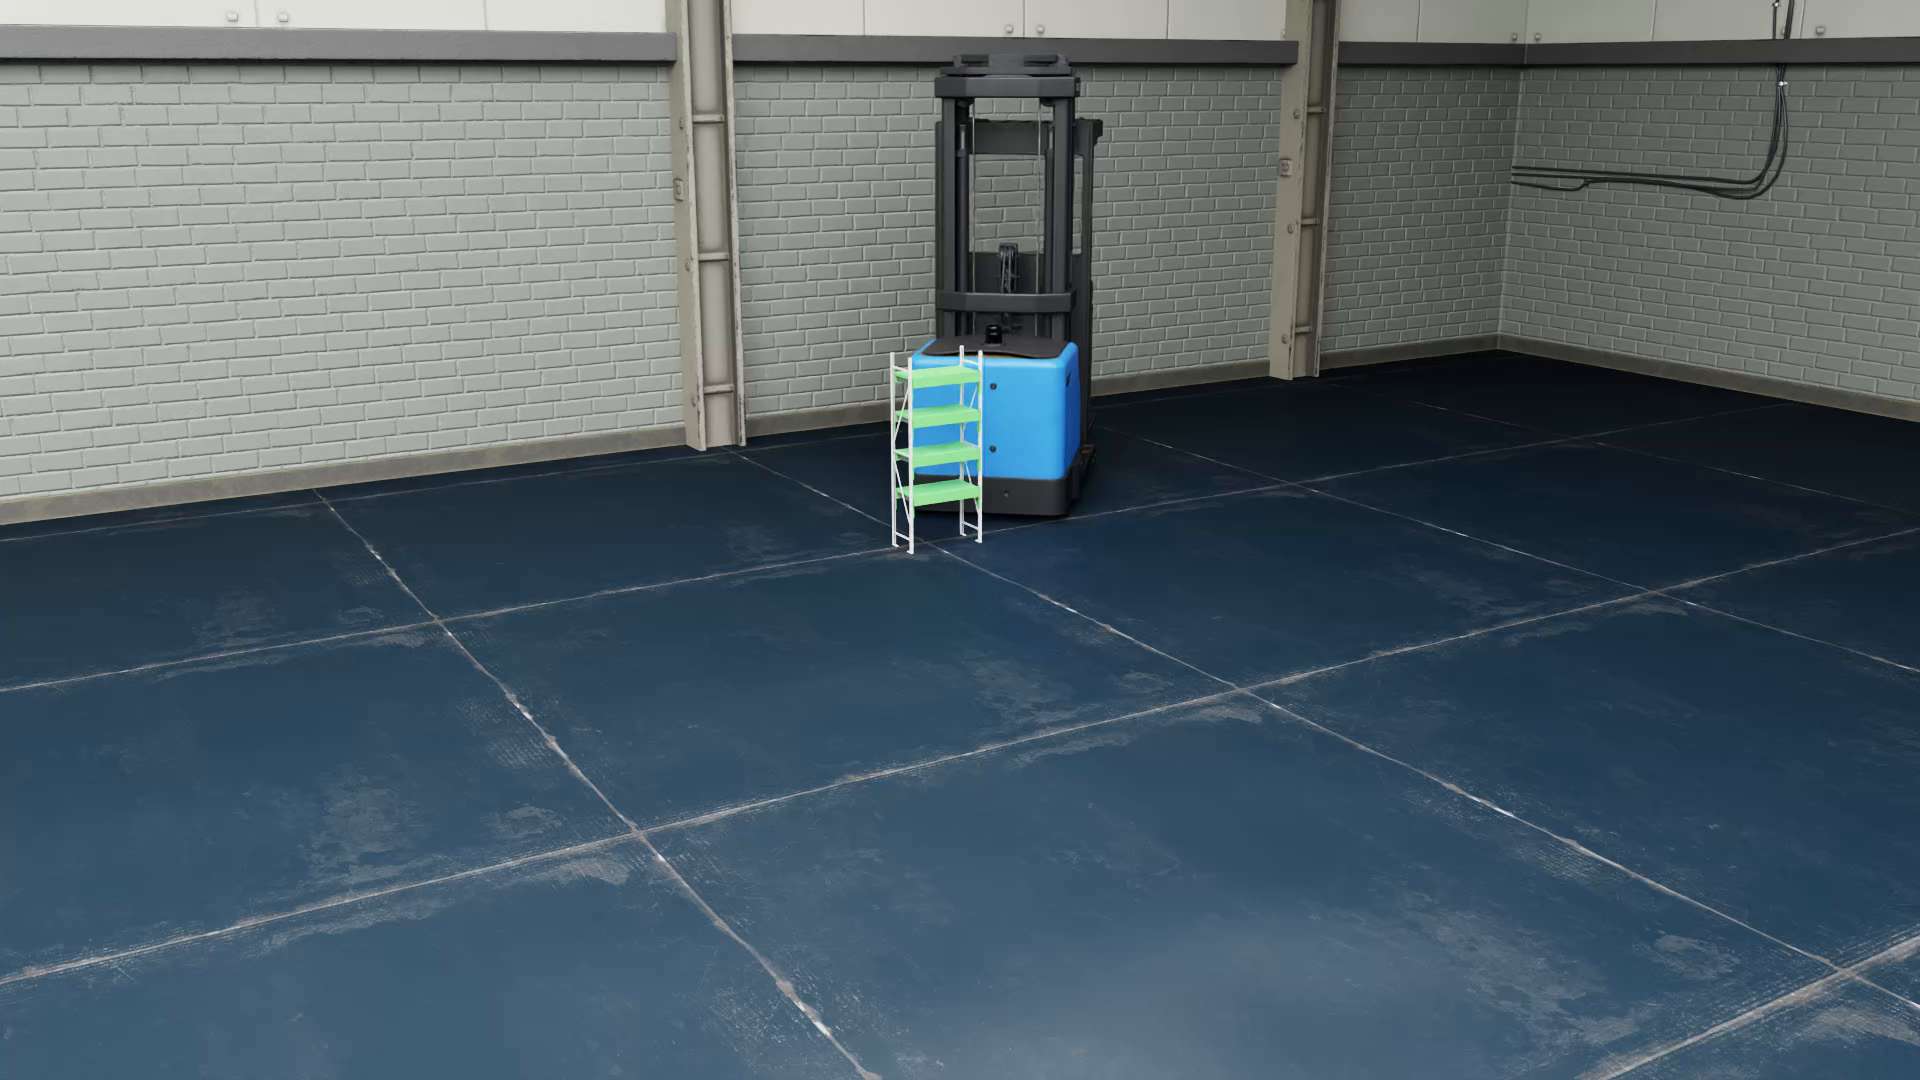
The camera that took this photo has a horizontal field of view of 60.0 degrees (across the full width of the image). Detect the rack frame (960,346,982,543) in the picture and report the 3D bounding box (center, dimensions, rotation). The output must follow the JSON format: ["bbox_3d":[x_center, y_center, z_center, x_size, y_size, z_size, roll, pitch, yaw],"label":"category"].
[{"bbox_3d":[0.067,-0.589,10.287,0.015,1.200,0.240,-9,18,-30],"label":"rack frame"}]

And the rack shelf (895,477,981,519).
[{"bbox_3d":[-0.142,-0.262,10.248,0.480,0.148,0.258,-9,18,-30],"label":"rack shelf"}]

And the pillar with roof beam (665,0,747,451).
[{"bbox_3d":[0.294,-4.090,8.327,0.400,9.000,9.100,-9,18,-30],"label":"pillar with roof beam"}]

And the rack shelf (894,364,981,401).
[{"bbox_3d":[-0.142,-0.955,10.053,0.480,0.148,0.258,-9,18,-30],"label":"rack shelf"}]

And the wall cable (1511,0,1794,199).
[{"bbox_3d":[6.426,-4.528,15.644,0.112,2.526,3.097,-9,18,-30],"label":"wall cable"}]

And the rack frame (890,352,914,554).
[{"bbox_3d":[-0.351,-0.521,10.045,0.015,1.200,0.240,-9,18,-30],"label":"rack frame"}]

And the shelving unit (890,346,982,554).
[{"bbox_3d":[-0.142,-0.555,10.166,0.503,1.200,0.258,-9,18,-30],"label":"shelving unit"}]

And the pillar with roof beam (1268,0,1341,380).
[{"bbox_3d":[5.437,-4.924,11.303,0.400,9.000,9.100,-9,18,-30],"label":"pillar with roof beam"}]

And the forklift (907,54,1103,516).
[{"bbox_3d":[0.412,-1.918,11.823,1.130,2.935,3.031,3,16,10],"label":"forklift"}]

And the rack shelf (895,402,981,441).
[{"bbox_3d":[-0.142,-0.724,10.118,0.480,0.148,0.258,-9,18,-30],"label":"rack shelf"}]

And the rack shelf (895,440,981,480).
[{"bbox_3d":[-0.142,-0.493,10.183,0.480,0.148,0.258,-9,18,-30],"label":"rack shelf"}]
